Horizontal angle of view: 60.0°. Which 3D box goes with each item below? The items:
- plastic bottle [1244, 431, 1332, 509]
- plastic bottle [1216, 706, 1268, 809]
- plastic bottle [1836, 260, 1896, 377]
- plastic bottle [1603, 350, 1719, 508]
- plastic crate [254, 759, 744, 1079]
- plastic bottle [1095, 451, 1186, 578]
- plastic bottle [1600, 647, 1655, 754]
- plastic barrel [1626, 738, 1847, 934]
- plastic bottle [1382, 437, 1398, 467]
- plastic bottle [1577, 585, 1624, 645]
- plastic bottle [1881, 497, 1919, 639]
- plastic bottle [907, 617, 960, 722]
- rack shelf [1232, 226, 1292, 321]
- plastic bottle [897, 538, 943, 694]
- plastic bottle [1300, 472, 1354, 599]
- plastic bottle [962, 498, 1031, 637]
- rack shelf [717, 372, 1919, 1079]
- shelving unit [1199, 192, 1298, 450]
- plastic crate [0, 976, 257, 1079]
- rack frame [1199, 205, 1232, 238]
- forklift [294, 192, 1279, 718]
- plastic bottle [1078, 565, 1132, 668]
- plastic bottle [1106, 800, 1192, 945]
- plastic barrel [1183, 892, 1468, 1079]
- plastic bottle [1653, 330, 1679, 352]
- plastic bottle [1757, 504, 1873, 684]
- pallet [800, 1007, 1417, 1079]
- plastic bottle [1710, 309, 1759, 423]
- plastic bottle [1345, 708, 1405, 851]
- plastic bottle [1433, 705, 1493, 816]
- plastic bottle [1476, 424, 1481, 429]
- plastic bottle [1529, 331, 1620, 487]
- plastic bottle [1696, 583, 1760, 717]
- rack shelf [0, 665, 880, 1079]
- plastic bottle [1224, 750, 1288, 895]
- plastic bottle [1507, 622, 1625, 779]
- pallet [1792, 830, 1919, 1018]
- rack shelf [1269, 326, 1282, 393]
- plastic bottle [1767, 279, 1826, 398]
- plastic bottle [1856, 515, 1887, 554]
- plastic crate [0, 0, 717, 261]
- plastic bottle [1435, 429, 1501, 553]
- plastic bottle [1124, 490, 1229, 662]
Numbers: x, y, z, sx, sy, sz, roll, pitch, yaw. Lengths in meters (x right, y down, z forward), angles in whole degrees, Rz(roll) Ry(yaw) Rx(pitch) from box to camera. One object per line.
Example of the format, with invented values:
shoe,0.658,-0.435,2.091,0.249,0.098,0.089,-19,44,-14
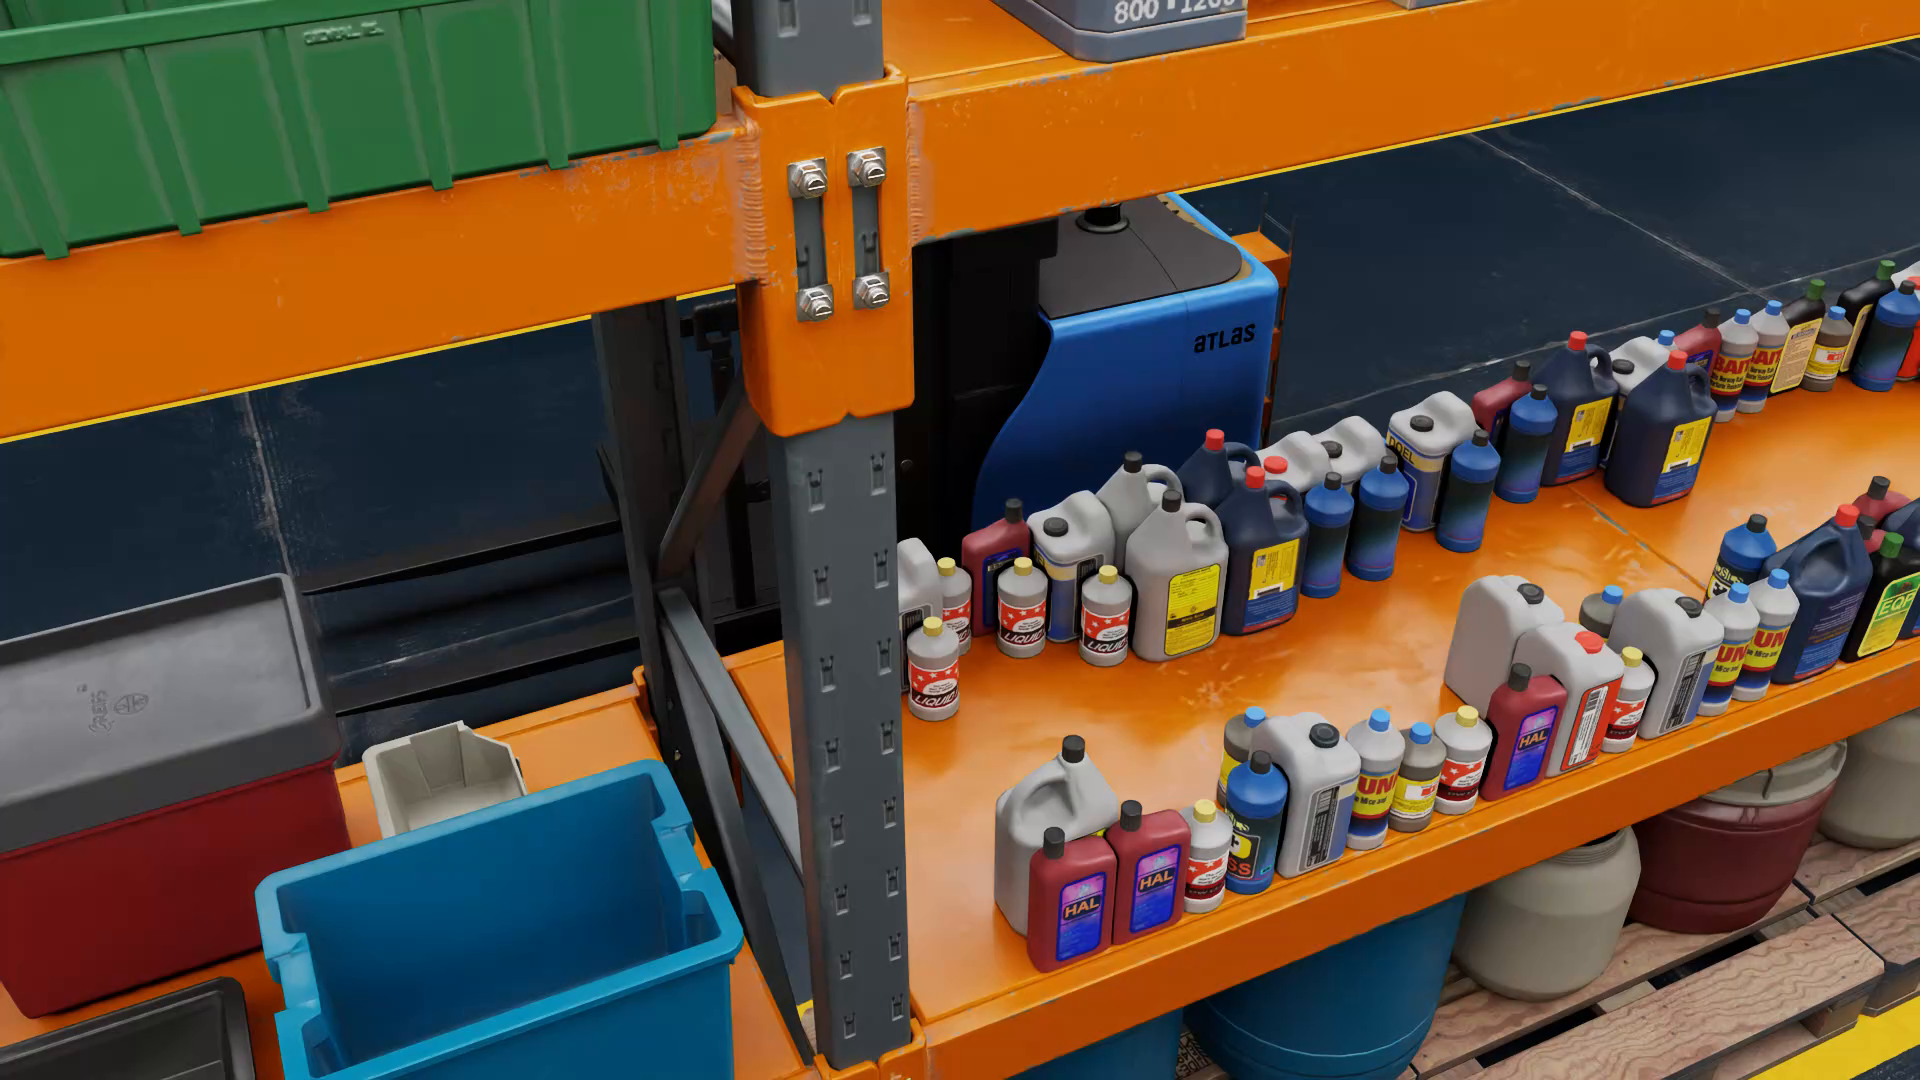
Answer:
plastic bottle,0.668,-0.082,3.446,0.135,0.276,0.152,-16,39,-20
plastic bottle,0.504,0.376,2.892,0.097,0.201,0.097,0,37,0
plastic bottle,2.194,-0.541,4.060,0.133,0.283,0.061,-16,39,-20
plastic bottle,1.538,-0.257,3.621,0.185,0.351,0.144,-16,39,-20
plastic crate,-0.616,0.647,2.323,0.575,0.384,0.392,-16,39,-20
plastic bottle,0.354,-0.027,3.309,0.185,0.351,0.144,-16,39,-20
plastic bottle,1.197,0.282,3.019,0.097,0.201,0.097,0,37,0
plastic barrel,1.824,0.569,4.137,0.708,0.588,0.600,-16,39,-20
plastic bottle,0.883,-0.130,3.574,0.097,0.201,0.097,0,37,0
plastic bottle,1.220,0.175,3.163,0.097,0.201,0.097,0,37,0
plastic bottle,1.901,0.010,3.261,0.185,0.351,0.144,-16,39,-20
plastic bottle,-0.049,0.231,3.087,0.097,0.201,0.097,0,37,0
rack shelf,0.944,-0.875,5.590,0.240,0.259,0.215,-14,39,-18
plastic bottle,-0.119,0.138,3.150,0.135,0.276,0.152,-16,39,-20
plastic bottle,0.738,-0.017,3.363,0.097,0.271,0.097,0,37,0
plastic bottle,0.071,0.052,3.259,0.133,0.283,0.061,-16,39,-20
rack shelf,1.472,0.145,3.640,4.000,0.370,1.077,-16,39,-20
shelving unit,0.944,-0.655,5.752,0.252,1.050,0.215,-14,39,-18
plastic crate,-1.238,0.877,2.230,0.590,0.125,0.437,-16,39,-20
rack frame,0.831,-0.627,5.714,0.008,1.050,0.200,-14,39,-18
forklift,-0.580,-1.031,4.680,3.031,2.935,1.130,-14,39,-18
plastic bottle,0.281,0.138,3.212,0.097,0.201,0.097,0,37,0
plastic bottle,0.295,0.513,2.638,0.133,0.283,0.061,-16,39,-20
plastic barrel,0.802,0.729,3.658,0.708,0.901,0.600,-16,39,-20
plastic bottle,1.591,-0.356,3.820,0.097,0.271,0.097,0,37,0
plastic bottle,1.613,0.090,3.152,0.185,0.351,0.144,-16,39,-20
pallet,0.377,1.310,3.807,1.213,0.211,1.003,-16,39,-20
plastic bottle,1.800,-0.414,3.899,0.097,0.271,0.097,0,37,0
plastic bottle,0.690,0.395,2.807,0.097,0.271,0.097,0,37,0
plastic bottle,0.866,0.374,2.894,0.097,0.201,0.097,0,37,0
plastic bottle,1.093,-0.189,3.653,0.097,0.201,0.097,0,37,0
plastic bottle,1.351,-0.305,3.685,0.185,0.351,0.144,-16,39,-20
plastic bottle,1.407,0.195,3.077,0.097,0.271,0.097,0,37,0
rack shelf,-2.149,1.158,2.275,4.000,0.370,1.077,-16,39,-20
plastic bottle,0.480,0.454,2.728,0.097,0.271,0.097,0,37,0
plastic bottle,1.080,0.266,2.977,0.135,0.276,0.152,-16,39,-20
pallet,2.586,0.692,4.639,1.213,0.211,1.003,-16,39,-20
rack shelf,0.944,-0.647,5.759,0.240,0.259,0.215,-14,39,-18
plastic bottle,1.985,-0.483,3.981,0.133,0.283,0.061,-16,39,-20
plastic bottle,1.749,0.067,3.240,0.133,0.283,0.061,-16,39,-20
plastic crate,-0.594,-0.487,1.548,0.662,0.188,0.450,-16,39,-20
plastic bottle,1.070,-0.110,3.488,0.097,0.271,0.097,0,37,0
plastic bottle,0.416,0.051,3.205,0.185,0.351,0.144,-16,39,-20
